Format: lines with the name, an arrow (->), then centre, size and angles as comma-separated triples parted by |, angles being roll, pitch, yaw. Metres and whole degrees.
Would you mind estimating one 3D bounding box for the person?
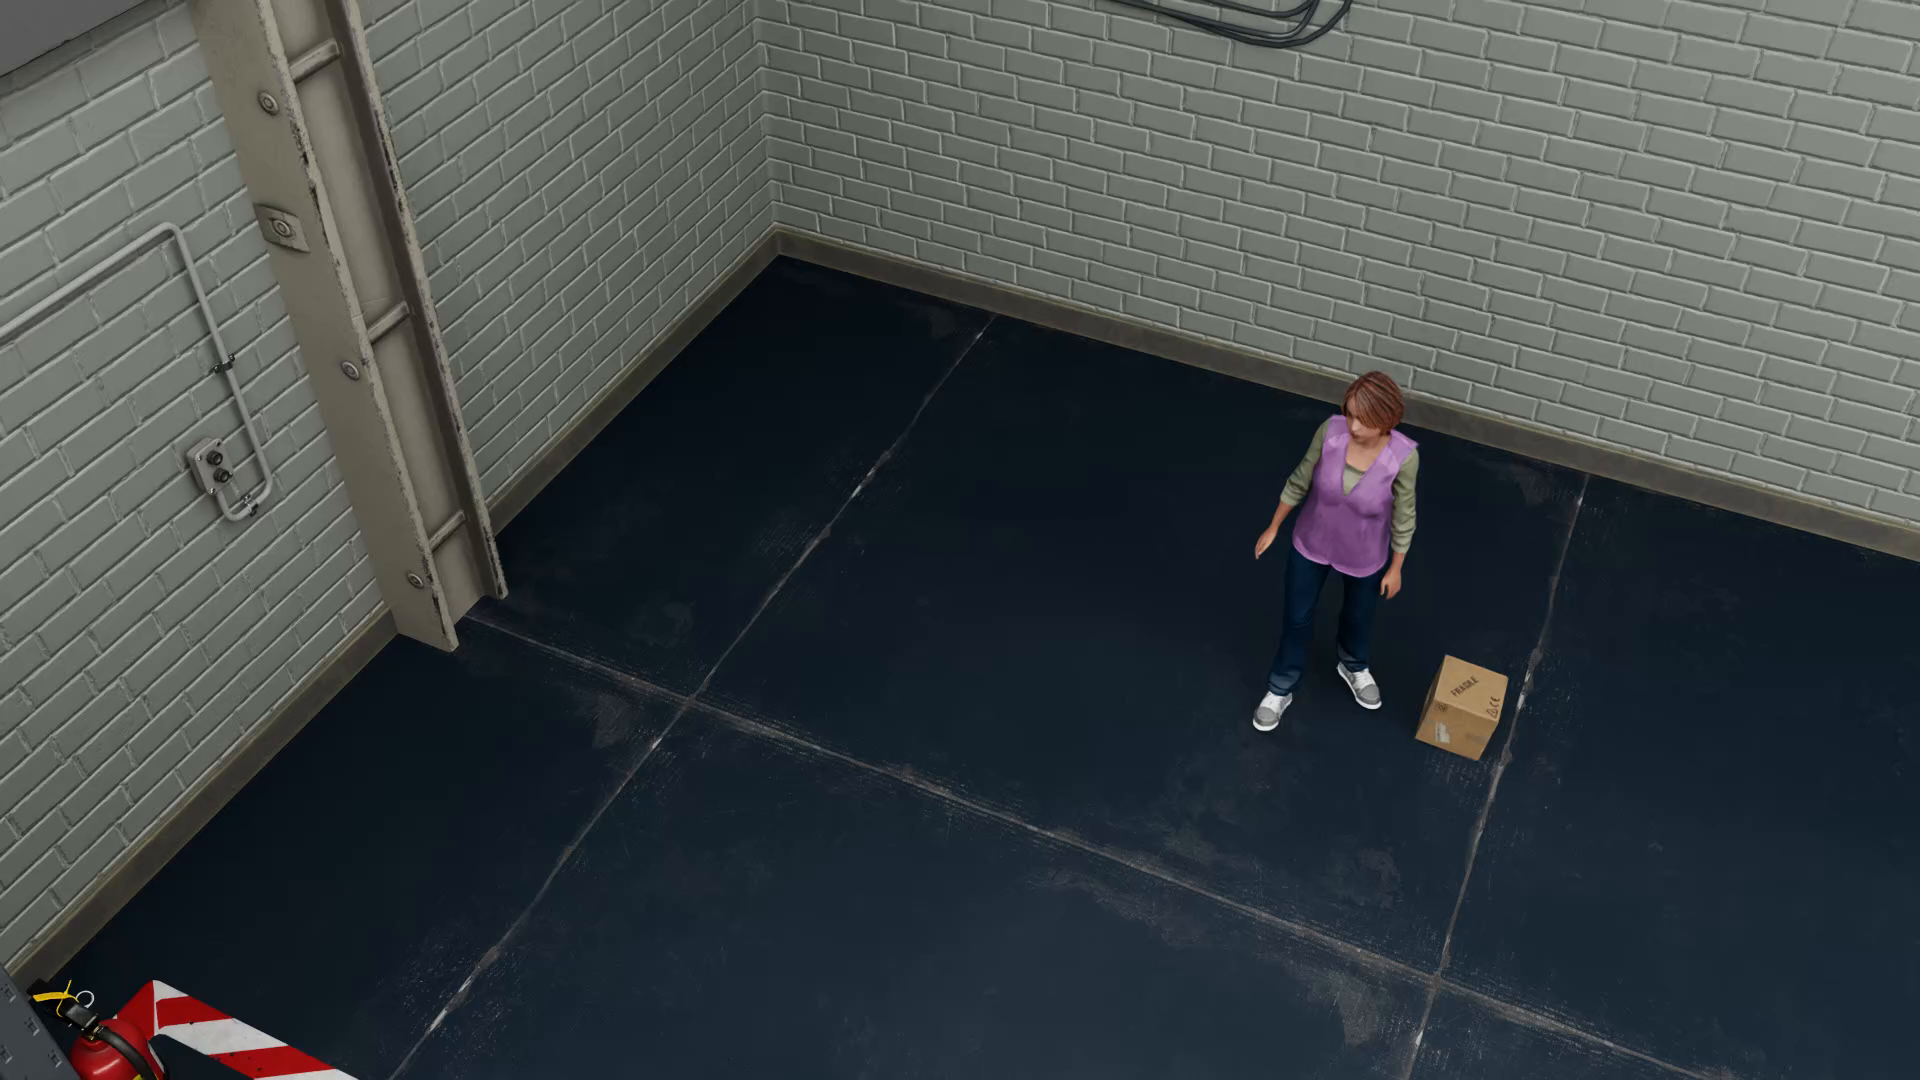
person -> 1.374, 0.048, 6.090 | 0.572, 1.589, 0.528 | 17, 45, 18
